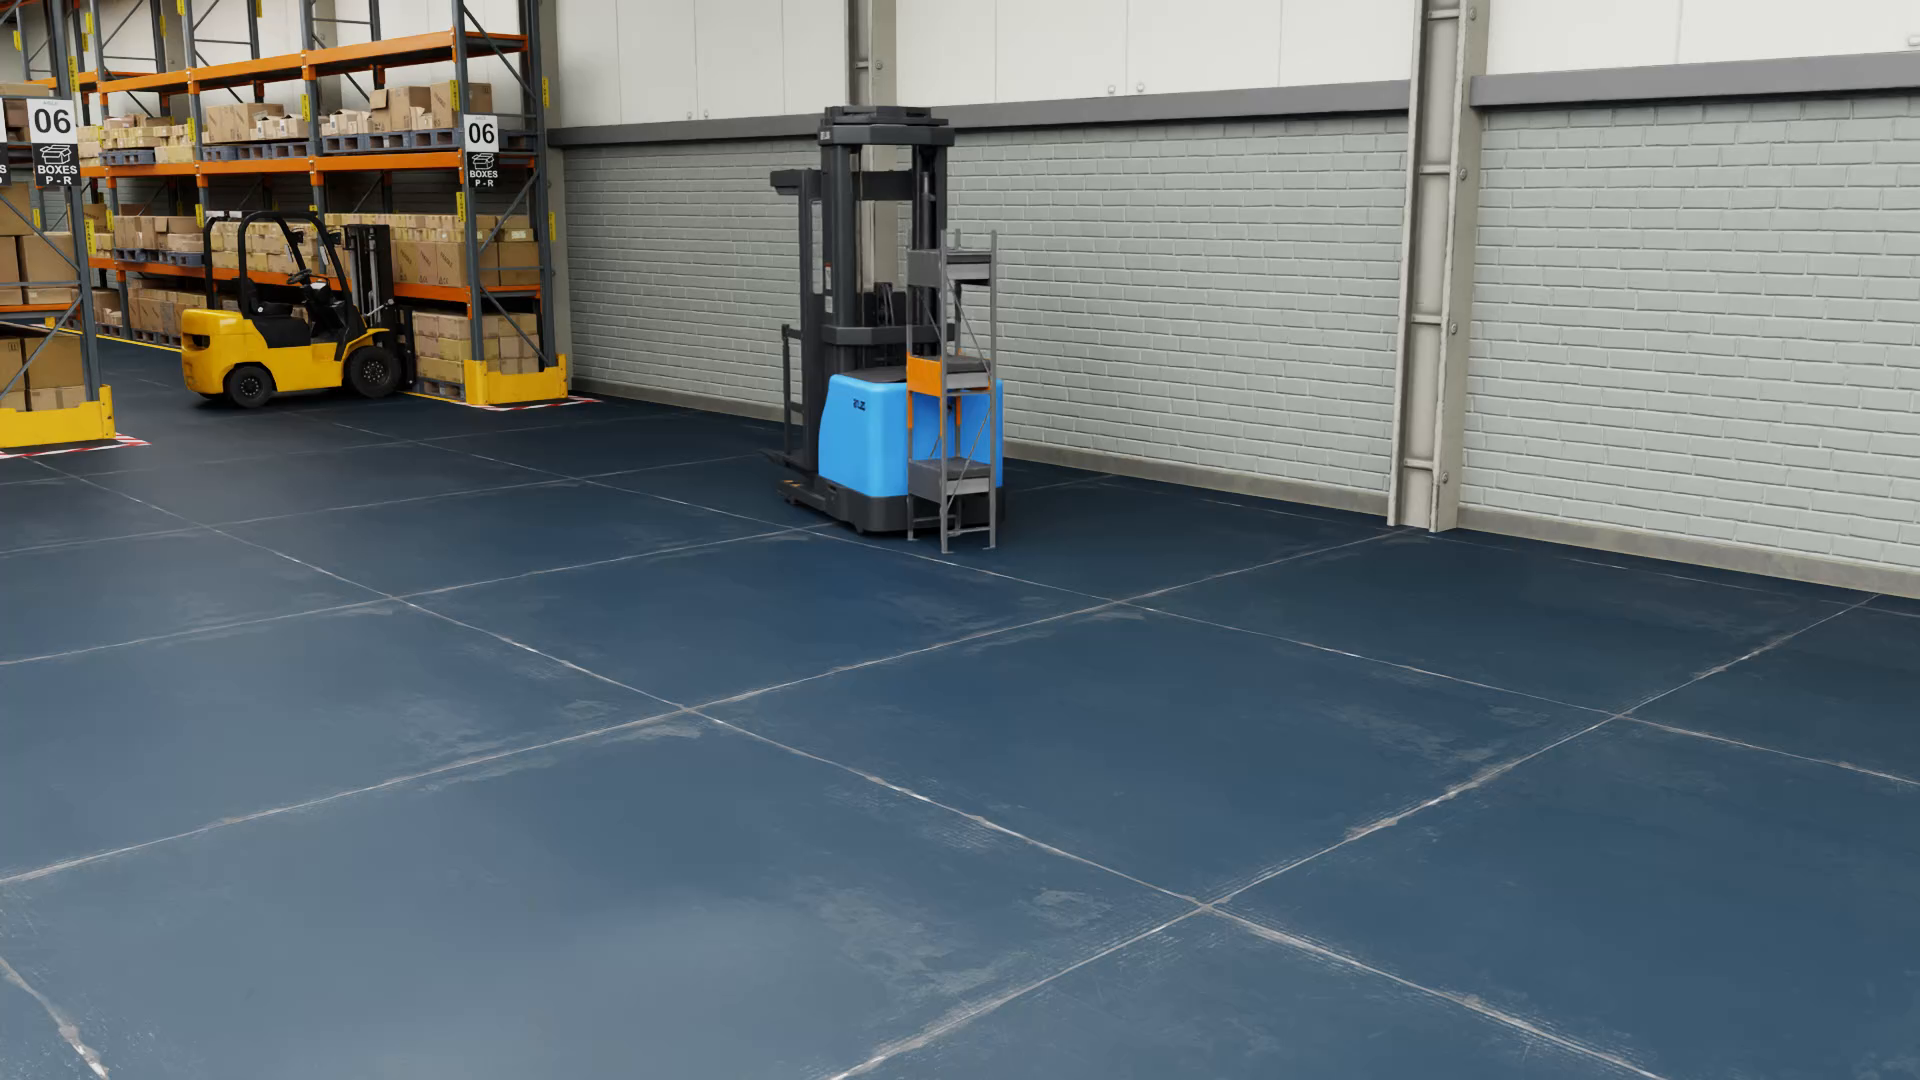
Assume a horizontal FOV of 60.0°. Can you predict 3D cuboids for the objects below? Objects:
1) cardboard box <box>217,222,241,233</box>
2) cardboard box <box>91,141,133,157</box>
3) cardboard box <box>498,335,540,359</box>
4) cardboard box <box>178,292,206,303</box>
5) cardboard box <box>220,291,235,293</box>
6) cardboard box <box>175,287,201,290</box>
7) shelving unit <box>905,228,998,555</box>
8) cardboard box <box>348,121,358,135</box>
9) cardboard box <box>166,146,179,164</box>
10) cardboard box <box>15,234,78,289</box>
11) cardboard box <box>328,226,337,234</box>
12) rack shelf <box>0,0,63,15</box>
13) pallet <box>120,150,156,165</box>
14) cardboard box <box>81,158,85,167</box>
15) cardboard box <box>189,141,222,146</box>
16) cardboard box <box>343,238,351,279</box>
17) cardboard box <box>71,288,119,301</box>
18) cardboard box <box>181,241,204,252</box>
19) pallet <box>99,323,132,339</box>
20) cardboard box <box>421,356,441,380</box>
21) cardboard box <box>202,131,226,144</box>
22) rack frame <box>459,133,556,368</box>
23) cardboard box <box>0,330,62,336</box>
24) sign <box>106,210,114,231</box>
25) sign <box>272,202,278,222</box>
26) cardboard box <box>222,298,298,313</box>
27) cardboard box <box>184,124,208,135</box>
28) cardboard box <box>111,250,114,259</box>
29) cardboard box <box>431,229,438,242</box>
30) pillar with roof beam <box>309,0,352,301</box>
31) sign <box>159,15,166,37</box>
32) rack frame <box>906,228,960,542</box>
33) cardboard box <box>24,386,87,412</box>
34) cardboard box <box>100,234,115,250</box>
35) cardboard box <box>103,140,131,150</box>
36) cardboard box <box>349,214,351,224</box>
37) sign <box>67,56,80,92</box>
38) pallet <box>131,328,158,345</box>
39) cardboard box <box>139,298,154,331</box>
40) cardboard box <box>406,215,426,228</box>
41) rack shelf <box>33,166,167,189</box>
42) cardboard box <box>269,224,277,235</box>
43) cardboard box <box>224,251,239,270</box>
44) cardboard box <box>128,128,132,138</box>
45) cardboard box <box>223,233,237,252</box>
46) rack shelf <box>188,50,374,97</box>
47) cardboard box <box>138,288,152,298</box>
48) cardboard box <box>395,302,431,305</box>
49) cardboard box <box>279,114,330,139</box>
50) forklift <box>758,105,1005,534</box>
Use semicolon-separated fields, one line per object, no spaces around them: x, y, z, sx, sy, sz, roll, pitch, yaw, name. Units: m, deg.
-10.478;-4.504;23.983;0.380;0.149;0.250;-10;16;-41;cardboard box
-13.947;-6.424;27.361;0.500;0.250;0.500;-11;16;-42;cardboard box
-5.320;-2.297;19.663;0.500;0.250;0.500;-11;16;-42;cardboard box
-11.877;-3.761;25.778;0.380;0.149;0.250;-11;16;-43;cardboard box
-11.319;-3.802;25.980;0.250;0.149;0.380;11;16;43;cardboard box
-12.610;-4.061;27.235;0.380;0.149;0.250;-11;16;-42;cardboard box
-0.059;-0.994;11.031;0.431;2.100;0.503;-6;13;-28;shelving unit
-7.287;-5.061;20.441;0.380;0.149;0.250;-10;15;-41;cardboard box
-11.548;-5.774;24.940;0.500;0.250;0.500;-11;16;-42;cardboard box
-8.859;-2.706;16.128;0.500;0.500;0.500;-11;16;-43;cardboard box
-7.878;-3.963;21.359;0.380;0.149;0.250;-11;16;-43;cardboard box
-10.114;-5.280;16.530;1.077;0.370;4.000;-11;16;-43;rack shelf
-12.314;-5.969;25.980;1.213;0.211;1.003;-11;16;-43;pallet
-14.570;-6.361;28.041;0.380;0.149;0.250;-10;15;-41;cardboard box
-11.089;-5.873;24.433;0.380;0.149;0.250;-10;16;-41;cardboard box
-7.419;-3.554;20.980;0.500;0.500;0.500;-11;16;-42;cardboard box
-15.279;-4.180;29.420;0.700;0.500;0.500;-10;15;-40;cardboard box
-11.401;-4.389;24.861;0.380;0.149;0.250;-11;16;-42;cardboard box
-13.906;-3.582;28.274;1.003;0.211;1.213;-11;16;-43;pallet
-6.035;-2.053;19.718;0.500;0.250;0.500;-11;16;-43;cardboard box
-10.649;-5.780;23.888;0.380;0.166;0.250;-11;16;-43;cardboard box
-5.145;-3.096;19.005;1.000;3.000;0.127;-11;16;-43;rack frame
-9.471;-1.865;16.947;0.500;0.500;0.500;11;16;43;cardboard box
-13.820;-5.195;27.046;0.100;0.325;0.005;-11;16;-43;sign
-10.271;-4.908;24.933;0.100;0.325;0.005;-11;16;-43;sign
-10.249;-3.213;24.418;0.875;0.625;0.625;-10;15;-41;cardboard box
-11.122;-6.009;24.358;0.380;0.149;0.250;-10;15;-41;cardboard box
-13.835;-4.736;27.586;0.380;0.149;0.250;-11;16;-42;cardboard box
-5.920;-3.554;19.372;0.380;0.149;0.250;-11;16;-42;cardboard box
-12.232;-6.537;20.841;9.100;9.000;0.400;-11;16;-43;pillar with roof beam
-13.035;-8.399;27.170;0.100;0.325;0.005;-11;16;-43;sign
-0.176;-1.037;11.241;0.400;2.100;0.015;-6;13;-28;rack frame
-9.090;-1.419;16.639;0.500;0.250;0.500;-11;16;-43;cardboard box
-13.961;-4.960;27.687;0.500;0.250;0.500;-10;16;-41;cardboard box
-13.514;-6.349;26.695;0.380;0.149;0.250;-11;16;-42;cardboard box
-7.474;-4.043;21.008;0.380;0.149;0.250;-11;16;-44;cardboard box
-8.341;-4.377;15.621;0.100;0.325;0.005;-11;16;-43;sign
-12.843;-3.368;27.236;1.003;0.211;1.213;-11;16;-43;pallet
-12.886;-3.650;26.850;0.500;0.500;0.500;-11;16;-43;cardboard box
-6.317;-3.767;19.668;0.380;0.149;0.250;-10;16;-41;cardboard box
-14.814;-6.256;28.692;1.077;0.370;4.000;-11;16;-43;rack shelf
-9.208;-4.248;22.740;0.380;0.149;0.250;-11;16;-42;cardboard box
-10.197;-4.017;23.848;0.500;0.250;0.500;-11;16;-44;cardboard box
-12.747;-6.354;25.983;0.380;0.149;0.250;-11;16;-42;cardboard box
-10.196;-4.263;23.802;0.500;0.250;0.500;-10;15;-41;cardboard box
-9.289;-6.362;22.763;1.077;0.370;4.000;-11;16;-43;rack shelf
-13.130;-4.027;27.072;0.250;0.149;0.380;11;16;44;cardboard box
-7.067;-2.912;21.406;0.500;0.250;0.500;-11;16;-43;cardboard box
-8.584;-5.432;21.840;0.500;0.311;0.500;11;16;43;cardboard box
-0.762;-1.734;12.565;1.130;2.935;3.031;-5;13;-24;forklift
